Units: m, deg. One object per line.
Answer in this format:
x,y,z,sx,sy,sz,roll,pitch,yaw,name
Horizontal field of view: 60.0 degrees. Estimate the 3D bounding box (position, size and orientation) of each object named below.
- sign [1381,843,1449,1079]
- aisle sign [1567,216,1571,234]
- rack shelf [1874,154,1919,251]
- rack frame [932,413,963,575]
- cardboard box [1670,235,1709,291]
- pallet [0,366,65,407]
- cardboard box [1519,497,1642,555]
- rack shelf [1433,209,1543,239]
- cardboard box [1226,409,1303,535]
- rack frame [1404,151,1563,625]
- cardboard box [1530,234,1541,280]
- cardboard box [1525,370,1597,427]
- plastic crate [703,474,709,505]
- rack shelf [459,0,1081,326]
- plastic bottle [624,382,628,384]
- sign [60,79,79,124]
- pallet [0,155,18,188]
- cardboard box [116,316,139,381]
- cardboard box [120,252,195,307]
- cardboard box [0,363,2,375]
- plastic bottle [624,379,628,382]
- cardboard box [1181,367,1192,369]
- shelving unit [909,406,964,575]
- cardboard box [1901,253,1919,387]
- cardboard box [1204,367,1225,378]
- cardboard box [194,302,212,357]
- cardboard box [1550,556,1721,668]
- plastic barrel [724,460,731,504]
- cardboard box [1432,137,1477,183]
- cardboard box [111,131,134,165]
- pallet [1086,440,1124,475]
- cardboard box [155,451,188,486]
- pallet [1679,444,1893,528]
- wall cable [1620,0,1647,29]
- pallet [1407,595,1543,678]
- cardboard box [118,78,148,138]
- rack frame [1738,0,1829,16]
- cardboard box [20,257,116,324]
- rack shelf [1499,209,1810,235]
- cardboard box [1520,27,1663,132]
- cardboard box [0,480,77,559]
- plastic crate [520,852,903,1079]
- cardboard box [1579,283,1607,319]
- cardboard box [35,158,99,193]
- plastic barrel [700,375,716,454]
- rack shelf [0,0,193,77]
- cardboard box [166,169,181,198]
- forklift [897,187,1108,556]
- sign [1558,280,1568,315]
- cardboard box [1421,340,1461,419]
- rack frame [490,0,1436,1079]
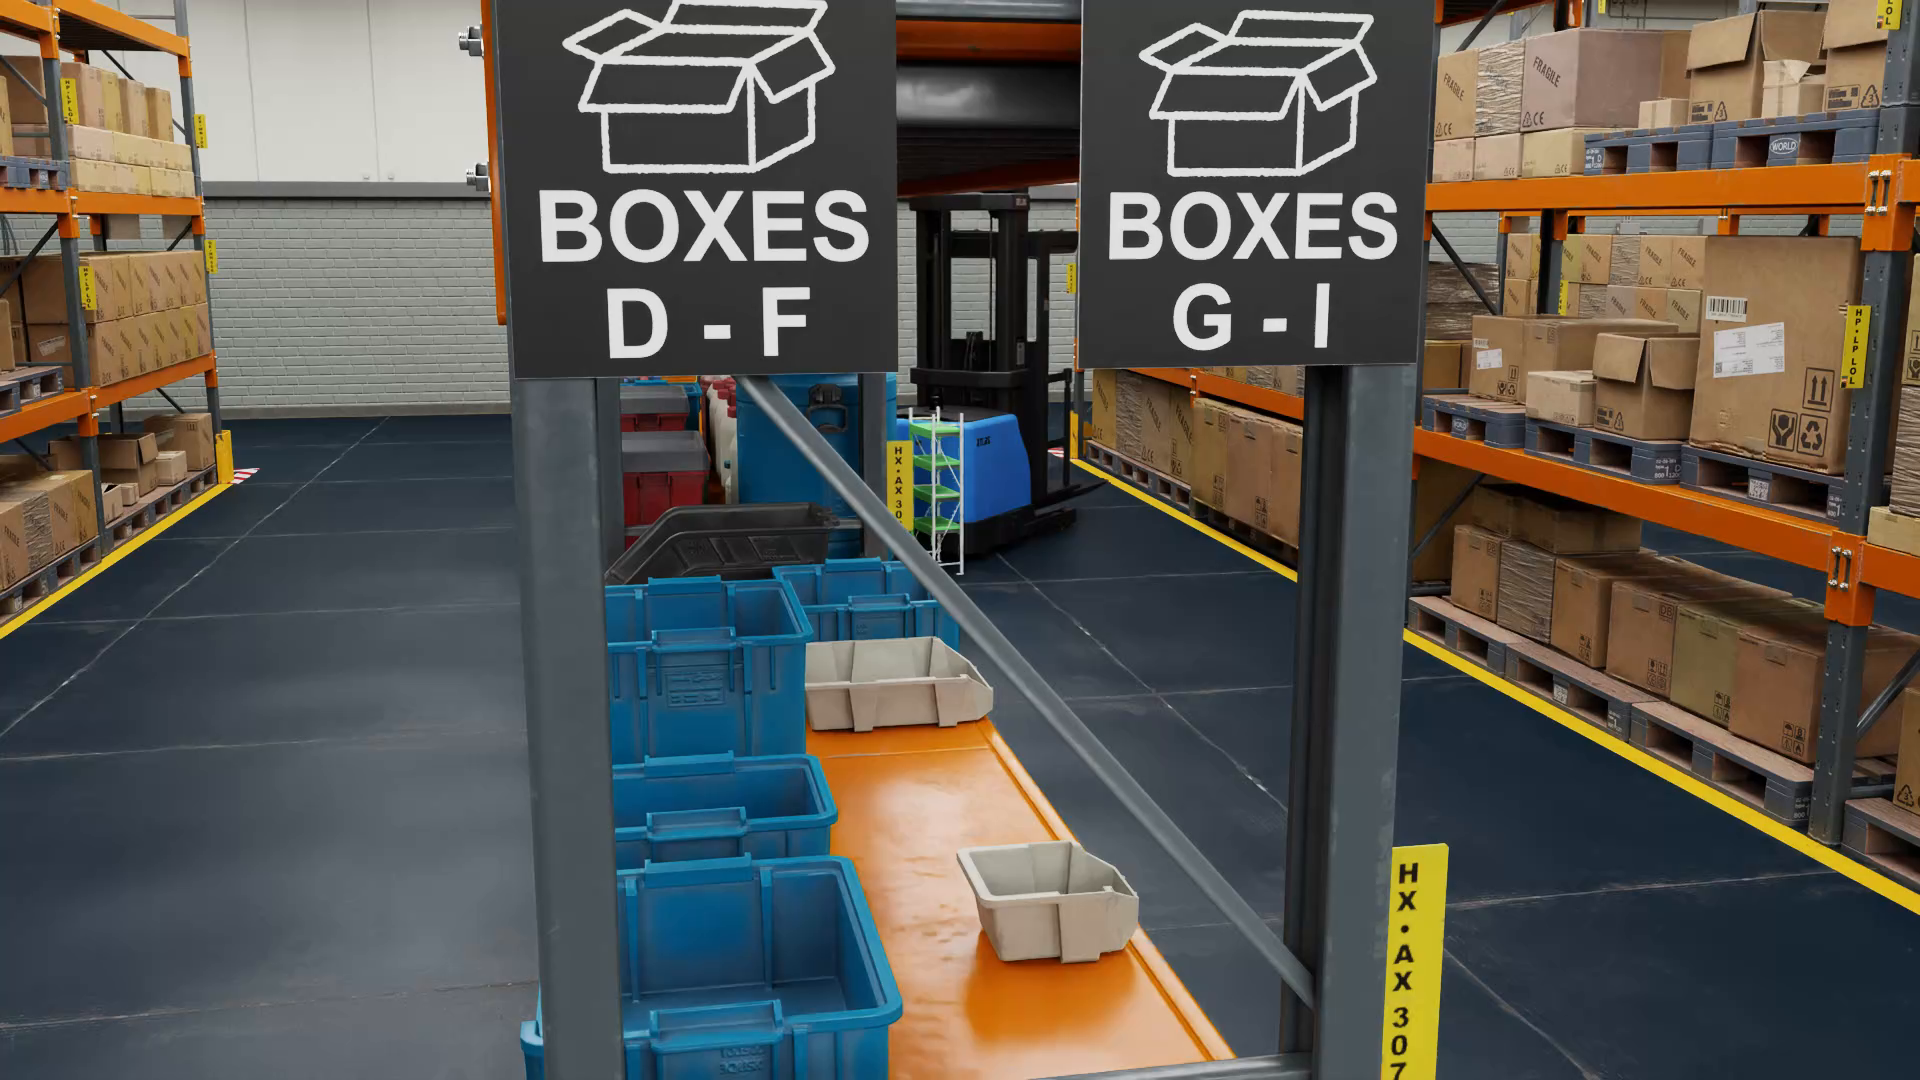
0.559,0.541,2.094,0.100,0.325,0.005,-2,11,-11,sign
6.930,-3.882,19.118,0.394,0.787,0.004,-2,11,-11,aisle sign
4.488,-0.971,4.679,1.077,0.370,4.000,-2,11,-11,rack shelf
-0.091,-0.329,12.218,0.240,1.200,0.015,-4,12,-21,rack frame
7.071,-2.610,15.650,0.500,0.500,0.500,-3,11,-13,cardboard box
-7.126,-1.081,11.867,1.003,0.211,1.213,-2,11,-11,pallet
3.594,-0.090,9.648,0.500,0.250,0.500,-1,11,-5,cardboard box
2.932,-2.439,12.388,1.077,0.370,4.000,-2,11,-11,rack shelf
2.862,-0.567,13.214,1.225,0.875,0.875,-3,11,-13,cardboard box
3.321,-0.952,10.674,1.000,3.000,0.127,-2,11,-11,rack frame
6.581,-3.083,18.134,0.500,0.500,0.500,-2,11,-9,cardboard box
3.422,-0.769,8.990,0.500,0.250,0.500,-2,11,-13,cardboard box
-1.375,-0.243,7.517,0.450,0.188,0.662,-2,11,-11,plastic crate
-0.370,-0.791,3.733,1.077,0.370,4.000,-2,11,-11,rack shelf
-2.122,-0.867,10.573,0.097,0.271,0.097,0,11,0,plastic bottle
-6.631,-3.268,12.383,0.100,0.325,0.005,-2,11,-11,sign
-6.912,-2.395,10.736,1.213,0.211,1.003,-2,11,-11,pallet
-7.109,-1.572,13.666,0.500,0.500,0.500,-2,11,-10,cardboard box
-7.497,-2.435,15.528,0.500,0.500,0.500,-2,11,-9,cardboard box
-7.106,-1.362,11.441,0.700,0.500,0.500,0,11,-2,cardboard box
-2.159,-0.903,10.760,0.097,0.271,0.097,0,11,0,plastic bottle
2.163,-1.606,14.783,0.380,0.149,0.250,-2,11,-11,cardboard box
-0.180,-0.372,12.441,0.258,1.200,0.503,-4,12,-21,shelving unit
3.937,-0.813,6.207,0.500,0.500,0.500,-2,11,-11,cardboard box
2.387,-1.641,14.028,0.500,0.500,0.500,-2,11,-11,cardboard box
-7.599,-2.036,16.105,0.500,0.500,0.500,-2,11,-9,cardboard box
3.709,0.387,9.148,0.700,0.500,0.500,-1,11,-6,cardboard box
-0.866,-0.218,7.191,0.301,0.262,0.301,0,11,0,plastic barrel
3.163,-2.256,9.906,0.500,0.250,0.500,-2,11,-10,cardboard box
-7.210,-3.253,13.808,0.500,0.250,0.500,-2,11,-11,cardboard box
1.998,-0.905,17.888,1.003,0.211,1.213,-2,11,-11,pallet
-7.450,-0.659,15.312,0.500,0.250,0.500,-2,11,-11,cardboard box
4.093,-0.269,7.602,1.003,0.211,1.213,-2,11,-11,pallet
10.103,-6.759,25.143,0.463,3.000,0.029,-2,11,-11,wall cable
3.472,0.562,10.182,1.003,0.211,1.213,-2,11,-11,pallet
-7.620,-3.797,14.659,0.700,0.500,0.500,-2,11,-11,cardboard box
7.428,-4.794,14.818,1.000,3.000,0.127,-2,11,-11,rack frame
-6.990,-1.963,13.044,0.500,0.500,0.500,-2,11,-10,cardboard box
7.039,-3.334,17.093,1.077,0.370,4.000,-2,11,-11,rack shelf
3.360,-2.439,8.863,0.500,0.500,0.500,-2,11,-13,cardboard box
-6.710,-0.143,11.933,0.500,0.500,0.500,-2,11,-11,cardboard box
-0.372,0.688,2.458,0.499,0.251,0.616,-2,11,-11,plastic crate
6.784,-2.403,17.235,0.500,0.500,0.500,-2,11,-12,cardboard box
-7.026,-2.824,12.889,0.500,0.250,0.500,-2,11,-11,cardboard box
-1.150,-0.764,9.326,0.600,0.536,0.708,-2,11,-11,plastic barrel
-7.564,-4.285,14.073,1.077,0.370,4.000,-2,11,-11,rack shelf
-7.508,-3.282,15.299,0.500,0.250,0.500,-2,11,-11,cardboard box
0.349,-1.550,14.004,1.130,2.935,3.031,6,12,28,forklift
3.852,-1.503,10.686,0.100,0.325,0.005,-2,11,-11,sign
2.982,-1.082,11.093,0.500,0.500,0.500,-2,11,-9,cardboard box
0.022,0.696,2.020,0.949,2.616,0.053,-2,11,-11,rack frame
